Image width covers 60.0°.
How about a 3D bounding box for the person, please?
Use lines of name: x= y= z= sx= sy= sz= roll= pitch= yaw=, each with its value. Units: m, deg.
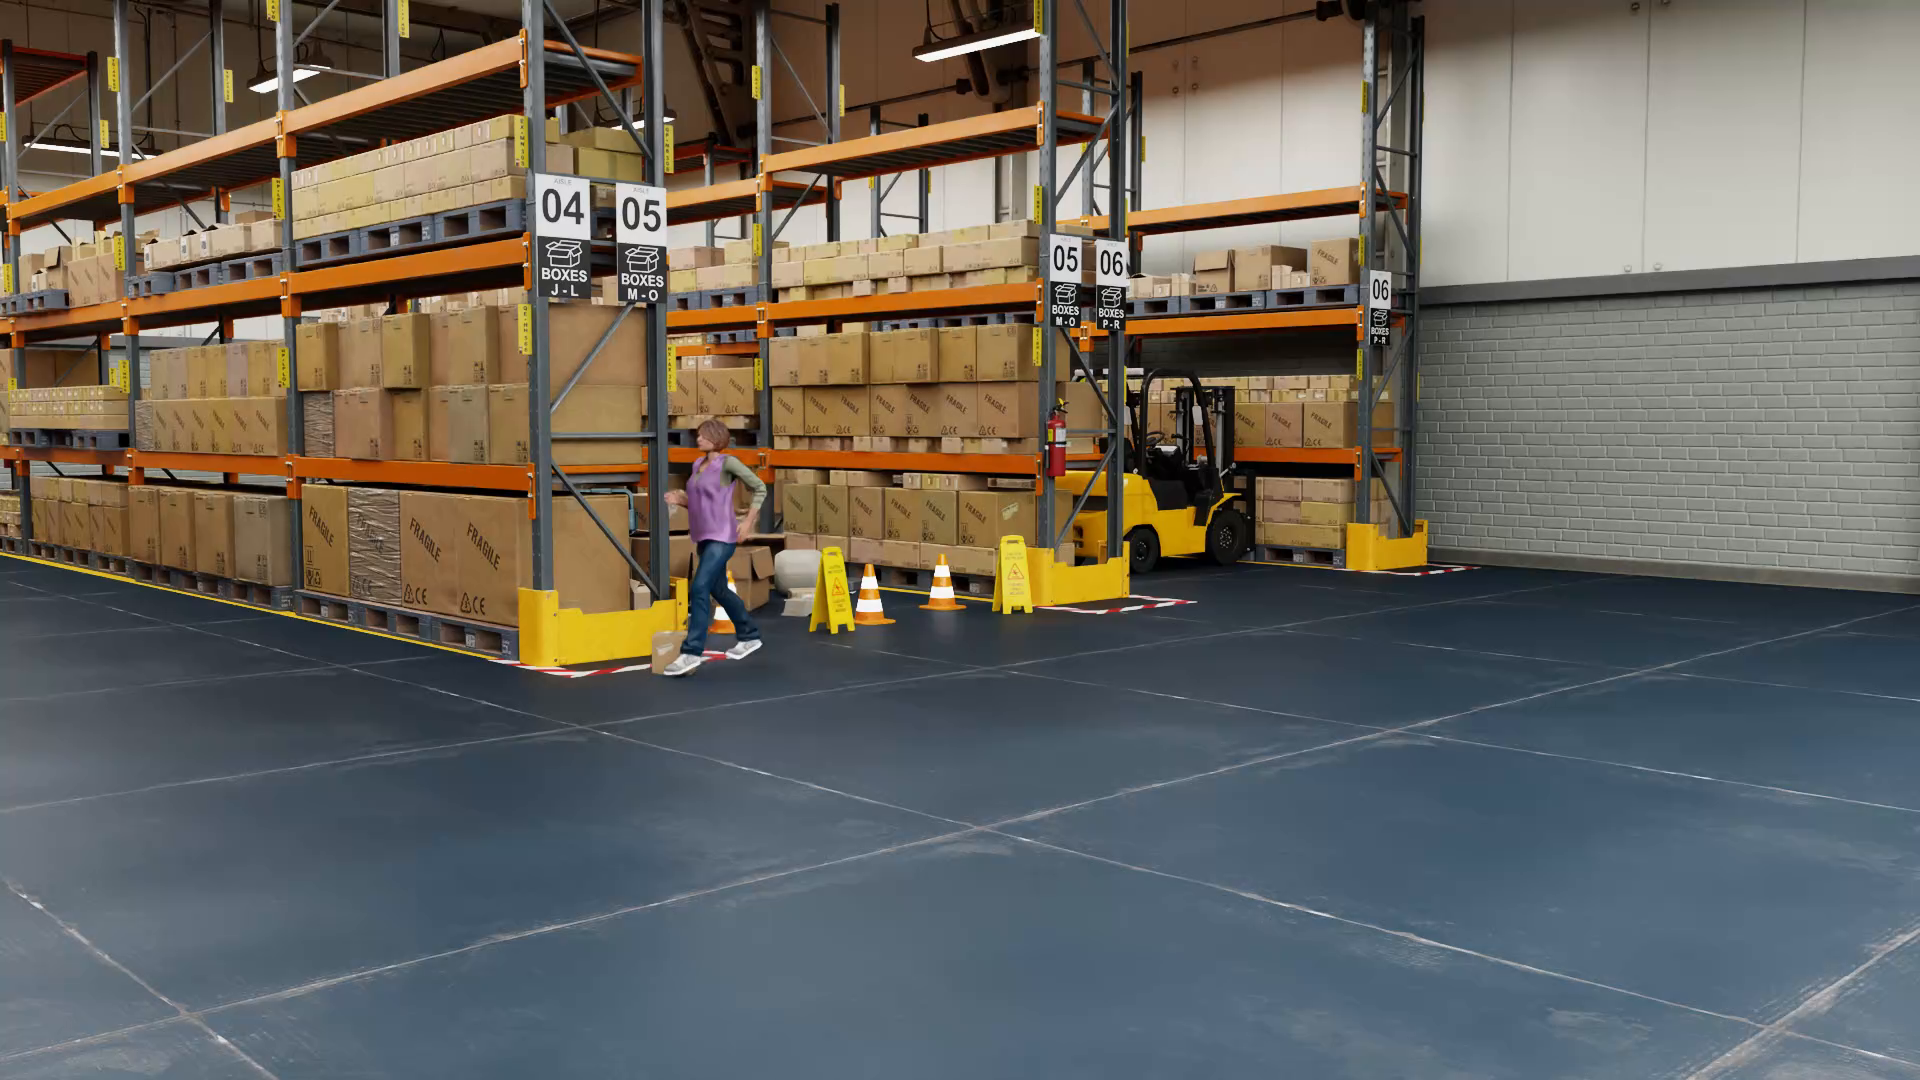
person: x=-1.582 y=0.026 z=10.610 sx=0.782 sy=1.598 sz=0.532 roll=-3 pitch=5 yaw=-37
